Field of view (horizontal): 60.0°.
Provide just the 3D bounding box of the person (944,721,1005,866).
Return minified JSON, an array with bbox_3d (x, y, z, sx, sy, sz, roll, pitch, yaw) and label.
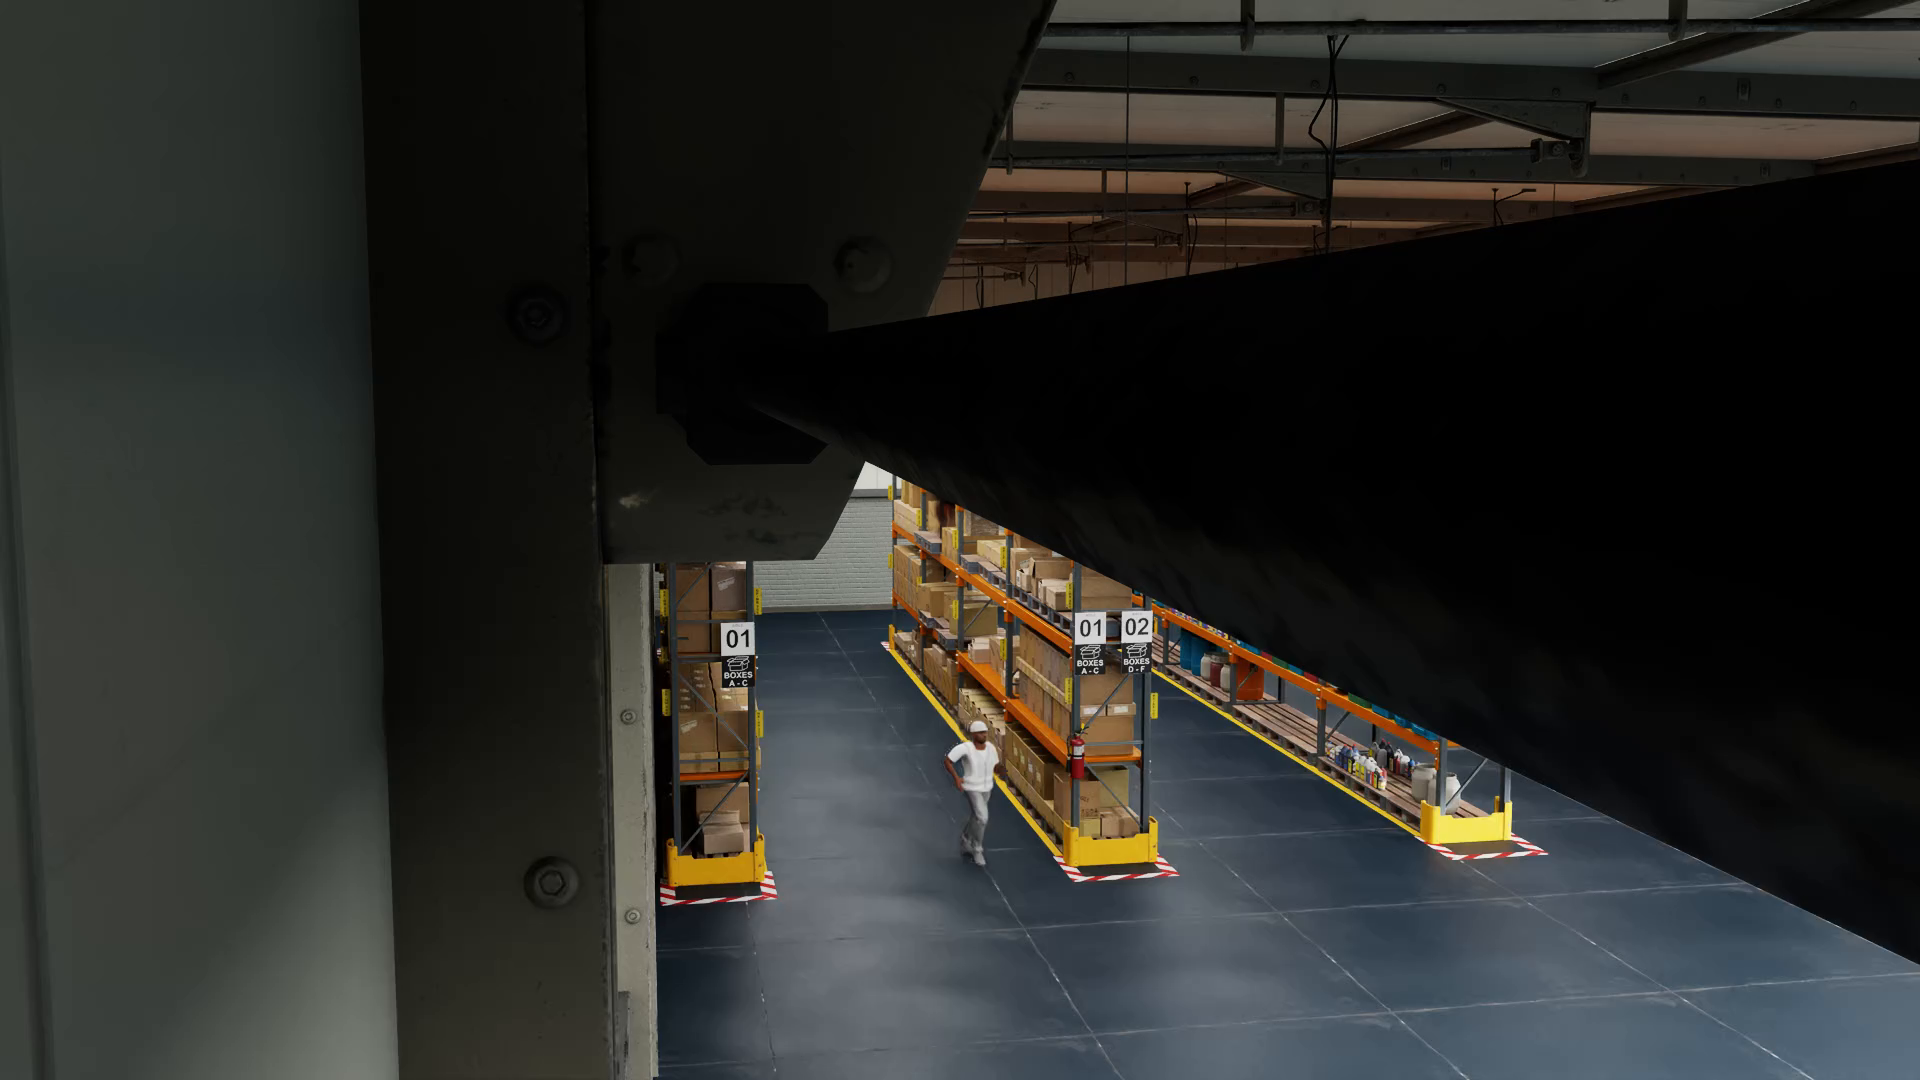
[{"bbox_3d":[0.228,3.185,21.069,0.672,1.816,0.762,-5,8,-41],"label":"person"}]
